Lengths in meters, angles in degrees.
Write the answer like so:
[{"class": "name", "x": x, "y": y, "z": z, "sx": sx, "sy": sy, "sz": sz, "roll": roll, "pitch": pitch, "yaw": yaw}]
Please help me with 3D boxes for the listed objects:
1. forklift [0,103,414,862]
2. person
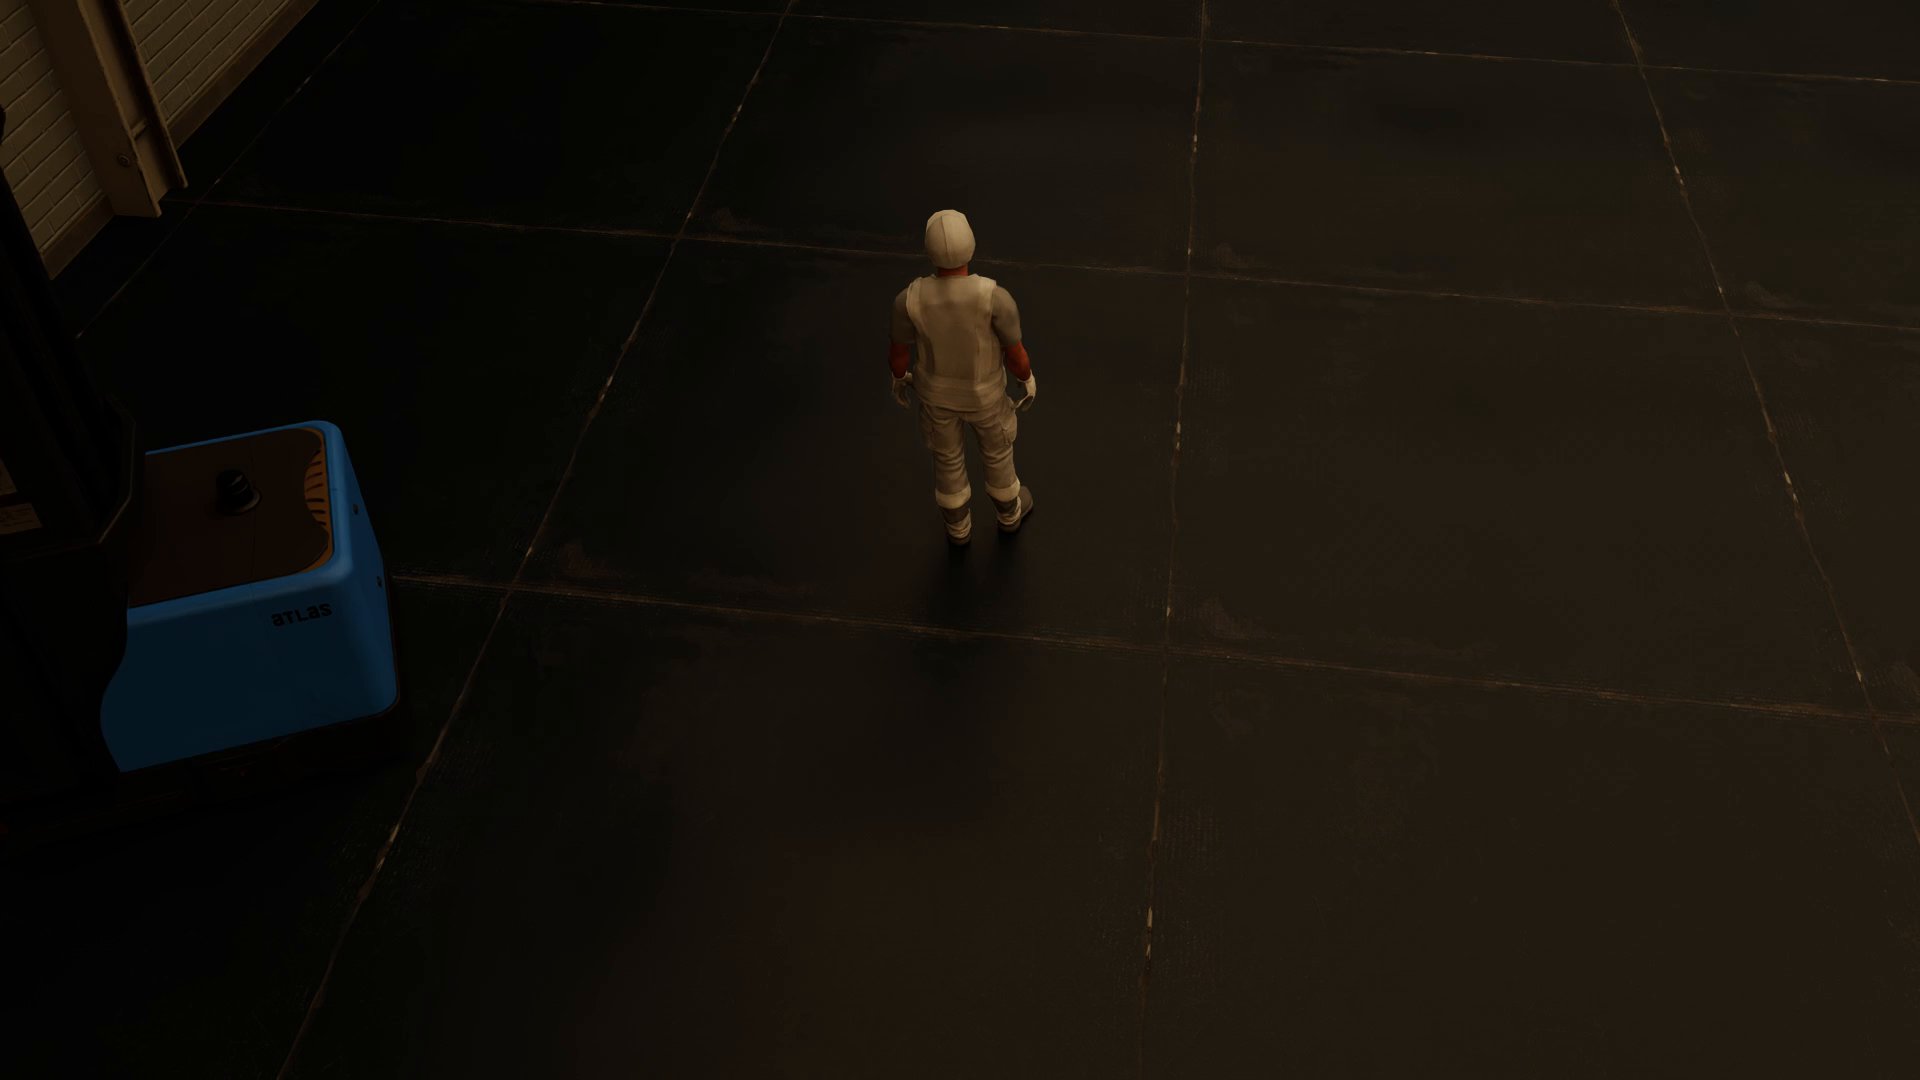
[{"class": "forklift", "x": -3.844, "y": -0.177, "z": 5.917, "sx": 3.031, "sy": 2.935, "sz": 1.130, "roll": -13, "pitch": 44, "yaw": -13}, {"class": "person", "x": 0.022, "y": -0.717, "z": 7.338, "sx": 0.638, "sy": 1.787, "sz": 0.564, "roll": 5, "pitch": 43, "yaw": 6}]
